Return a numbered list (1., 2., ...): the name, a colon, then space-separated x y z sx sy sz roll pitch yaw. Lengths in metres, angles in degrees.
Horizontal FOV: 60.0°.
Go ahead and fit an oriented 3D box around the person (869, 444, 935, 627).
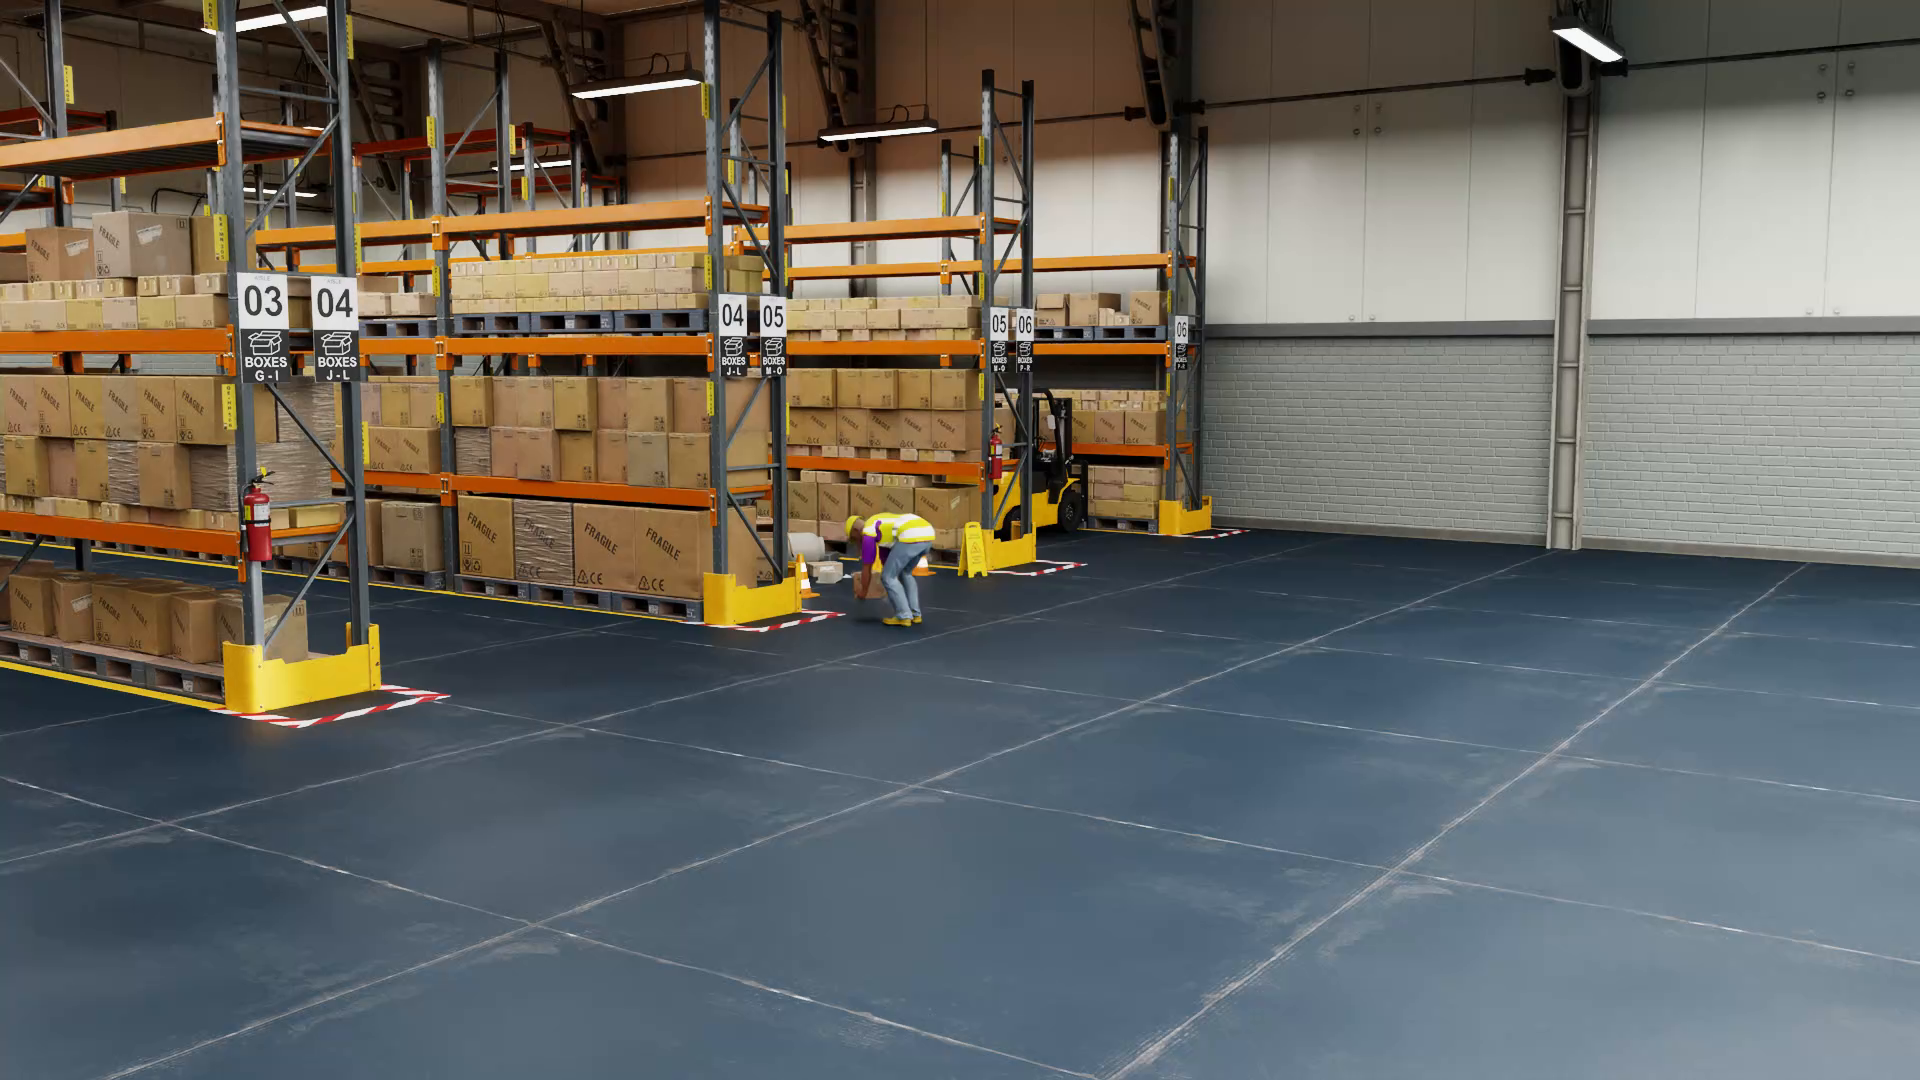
1. person: -0.580 -0.056 16.213 0.586 1.762 0.502 4 8 34
